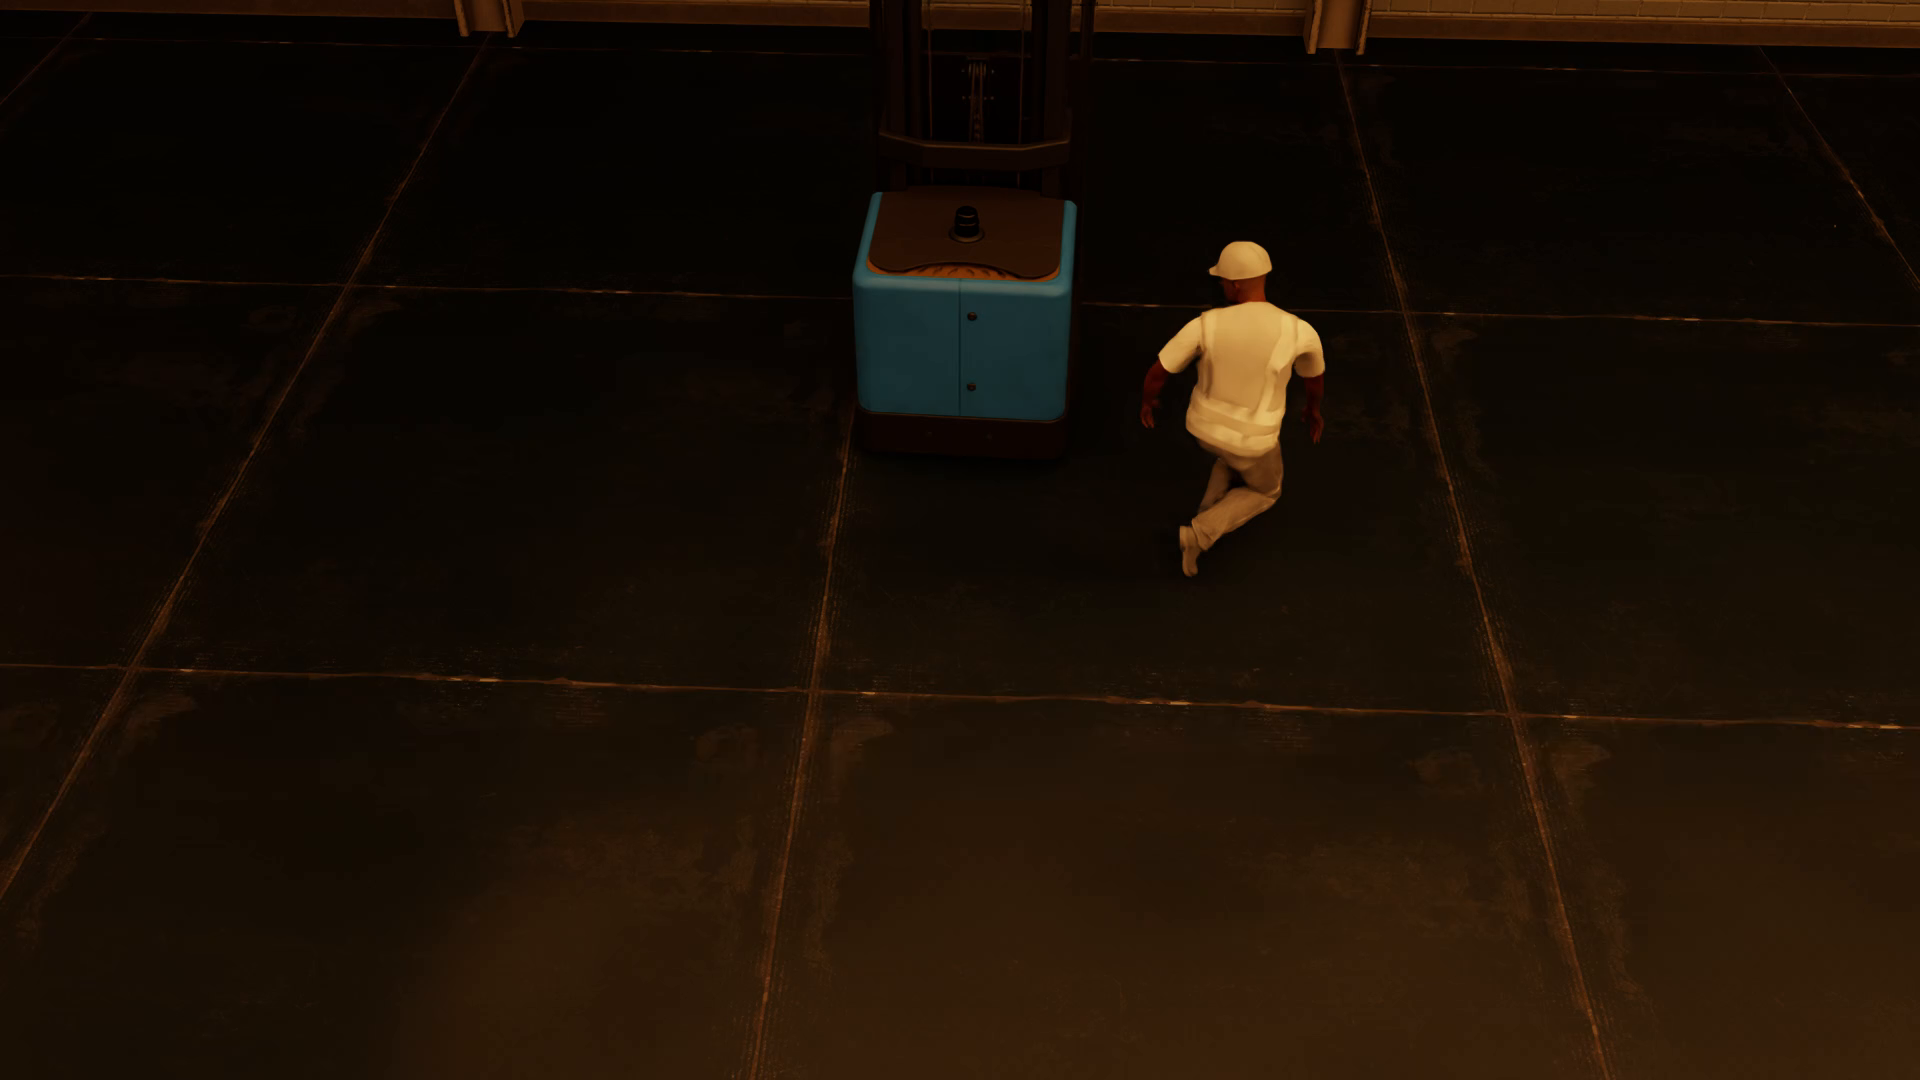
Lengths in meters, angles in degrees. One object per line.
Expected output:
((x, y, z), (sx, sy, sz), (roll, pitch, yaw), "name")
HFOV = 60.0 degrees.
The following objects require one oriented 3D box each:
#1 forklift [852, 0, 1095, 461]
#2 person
((0.127, -2.464, 8.441), (1.130, 2.935, 3.031), (3, 42, 4), "forklift")
((1.165, -0.568, 7.413), (0.732, 1.546, 0.718), (25, 48, 25), "person")
